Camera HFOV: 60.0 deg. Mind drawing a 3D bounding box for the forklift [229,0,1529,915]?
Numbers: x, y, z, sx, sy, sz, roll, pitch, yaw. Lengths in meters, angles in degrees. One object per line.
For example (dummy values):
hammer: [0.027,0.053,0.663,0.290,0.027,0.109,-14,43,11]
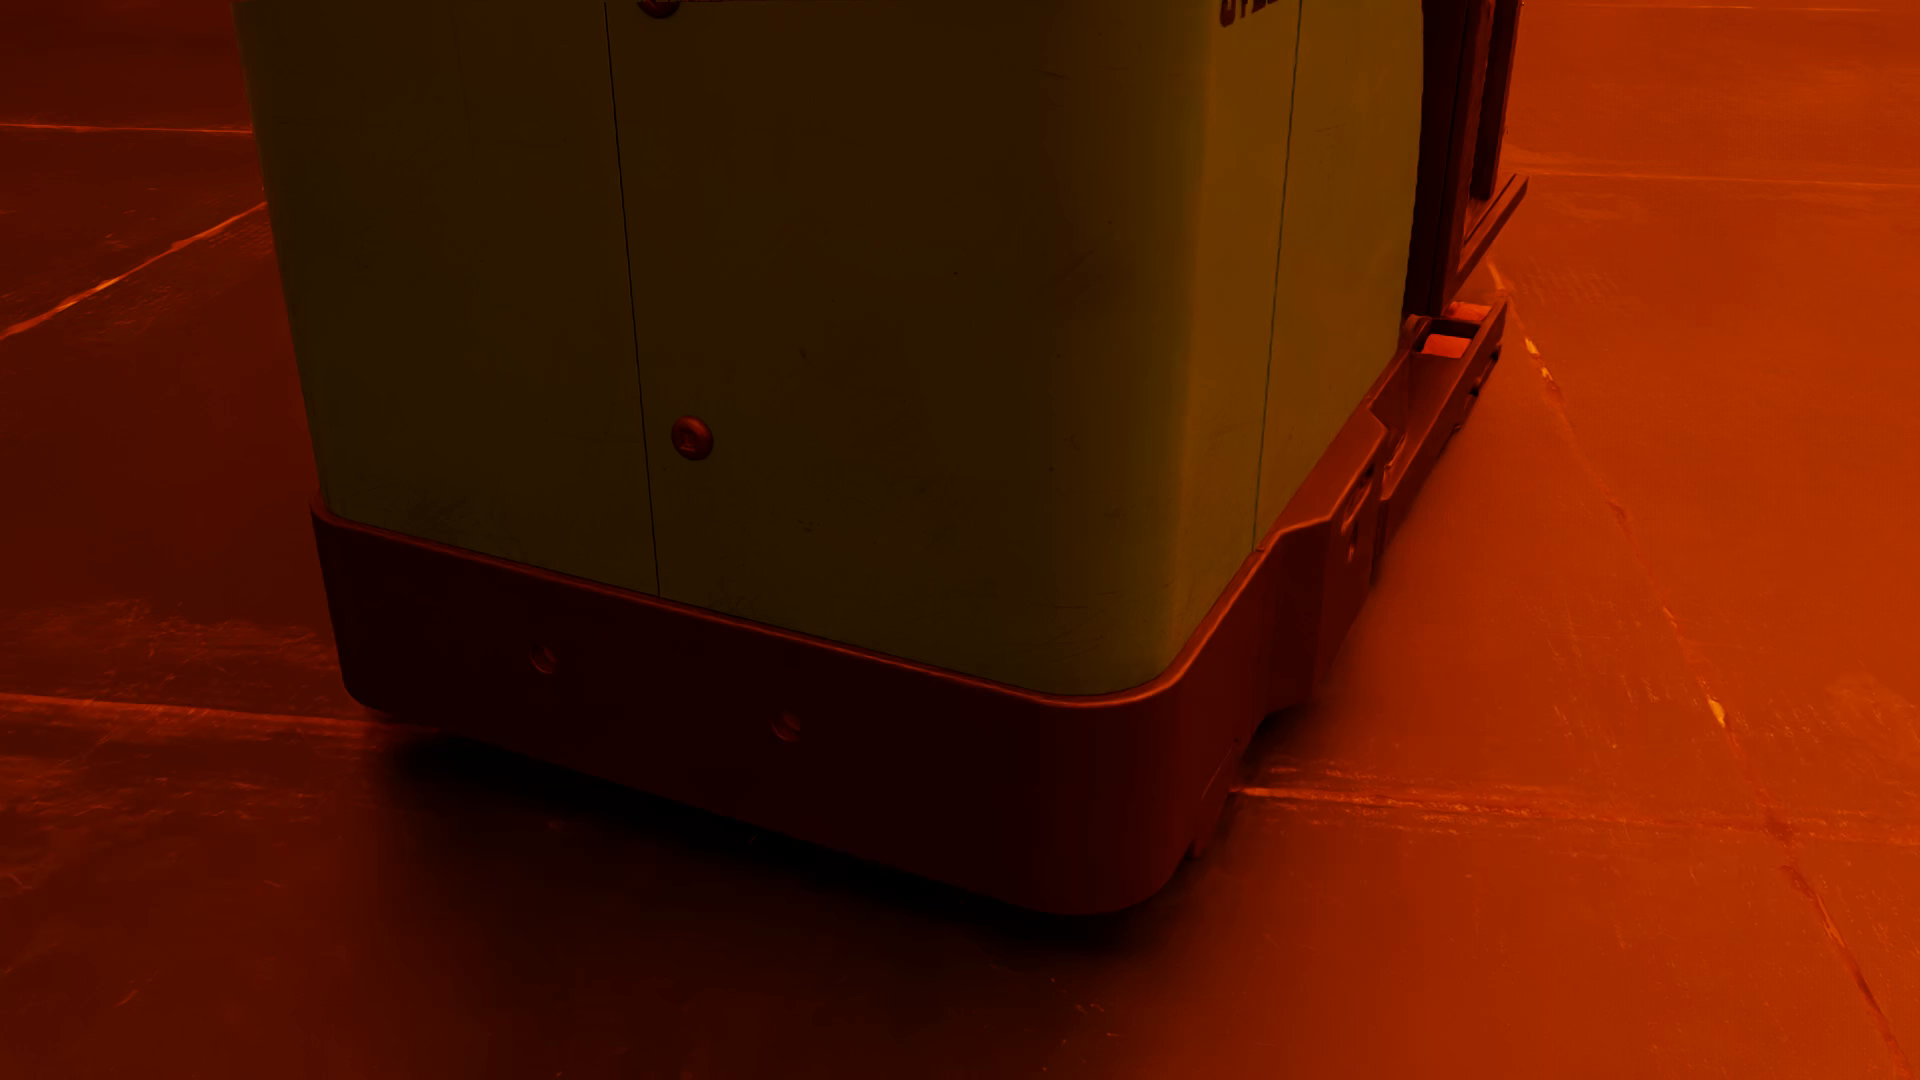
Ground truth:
forklift: [0.349,-1.577,2.379,1.130,2.935,3.031,12,29,23]
